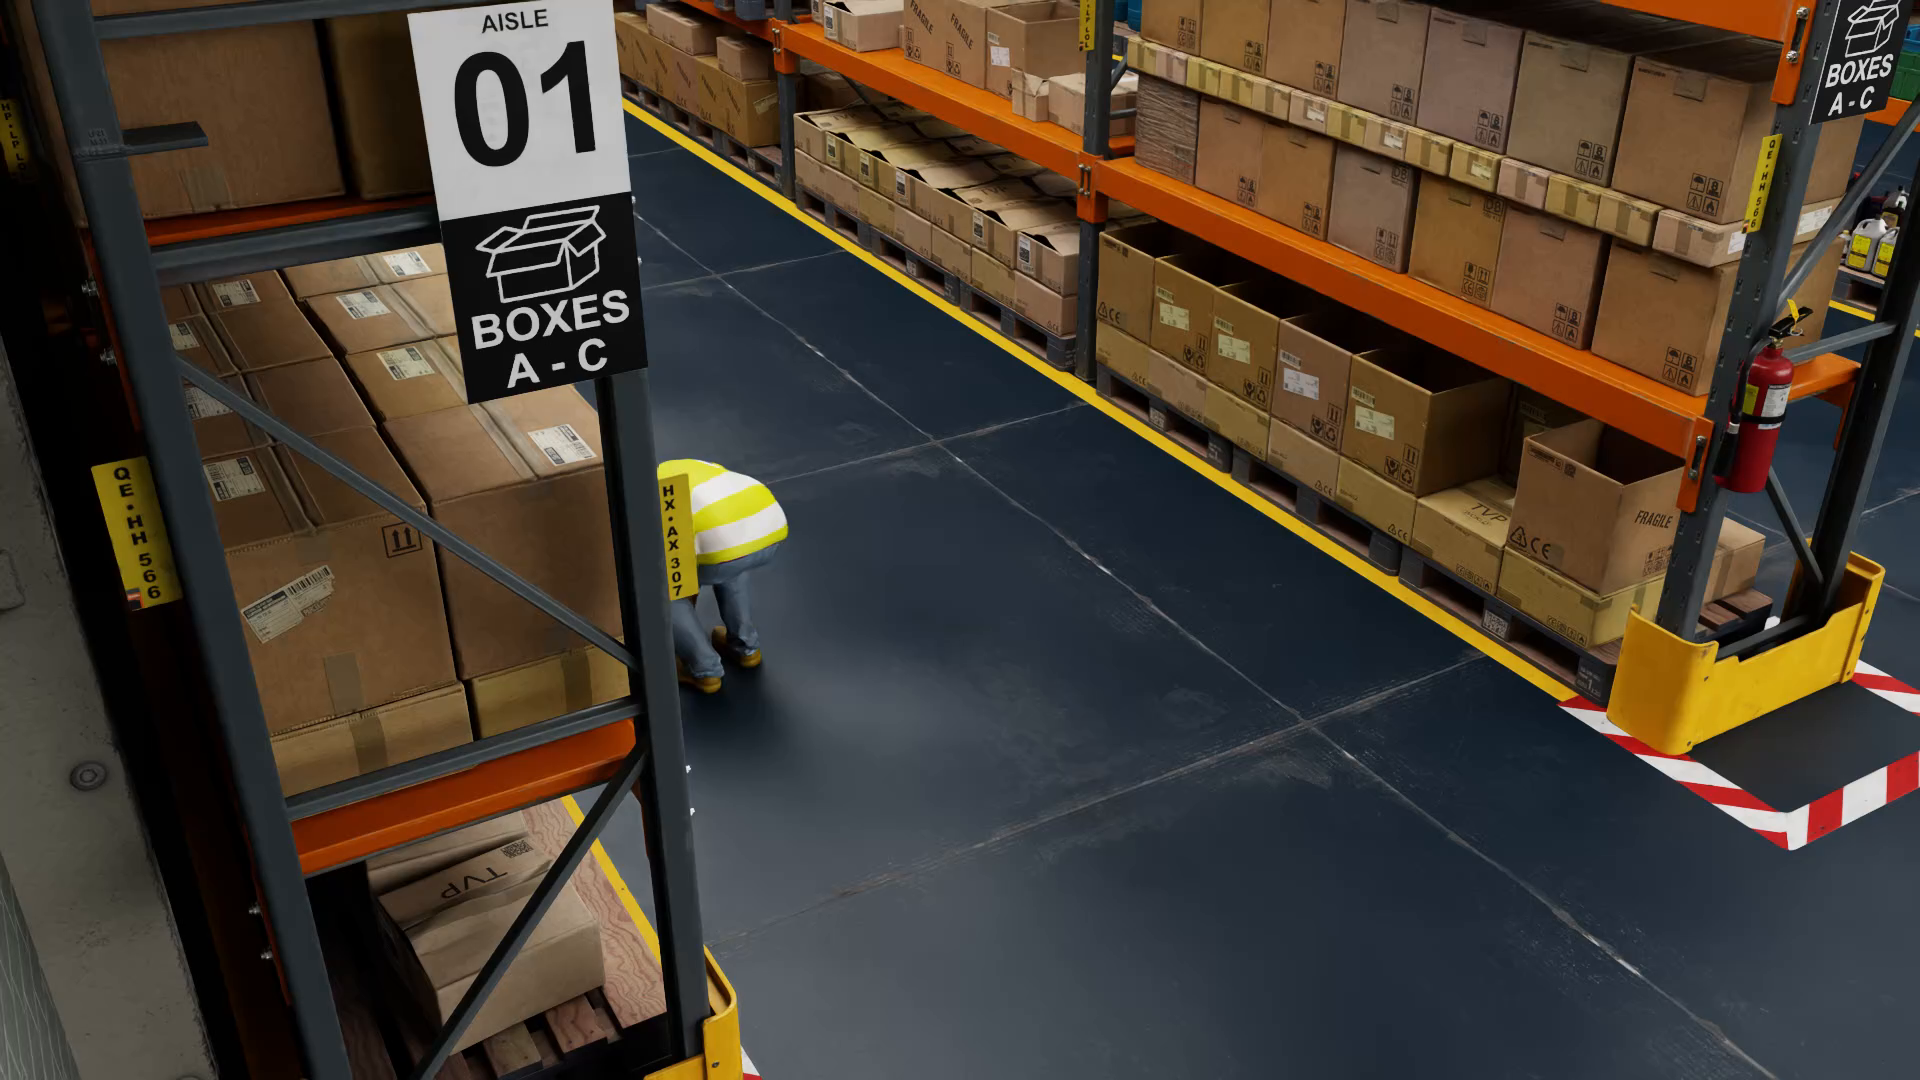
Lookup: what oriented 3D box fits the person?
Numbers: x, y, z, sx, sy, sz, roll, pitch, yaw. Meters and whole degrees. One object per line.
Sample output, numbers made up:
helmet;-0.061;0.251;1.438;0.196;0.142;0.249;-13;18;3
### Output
person;-1.125;0.087;6.851;0.978;0.907;0.507;25;38;38
